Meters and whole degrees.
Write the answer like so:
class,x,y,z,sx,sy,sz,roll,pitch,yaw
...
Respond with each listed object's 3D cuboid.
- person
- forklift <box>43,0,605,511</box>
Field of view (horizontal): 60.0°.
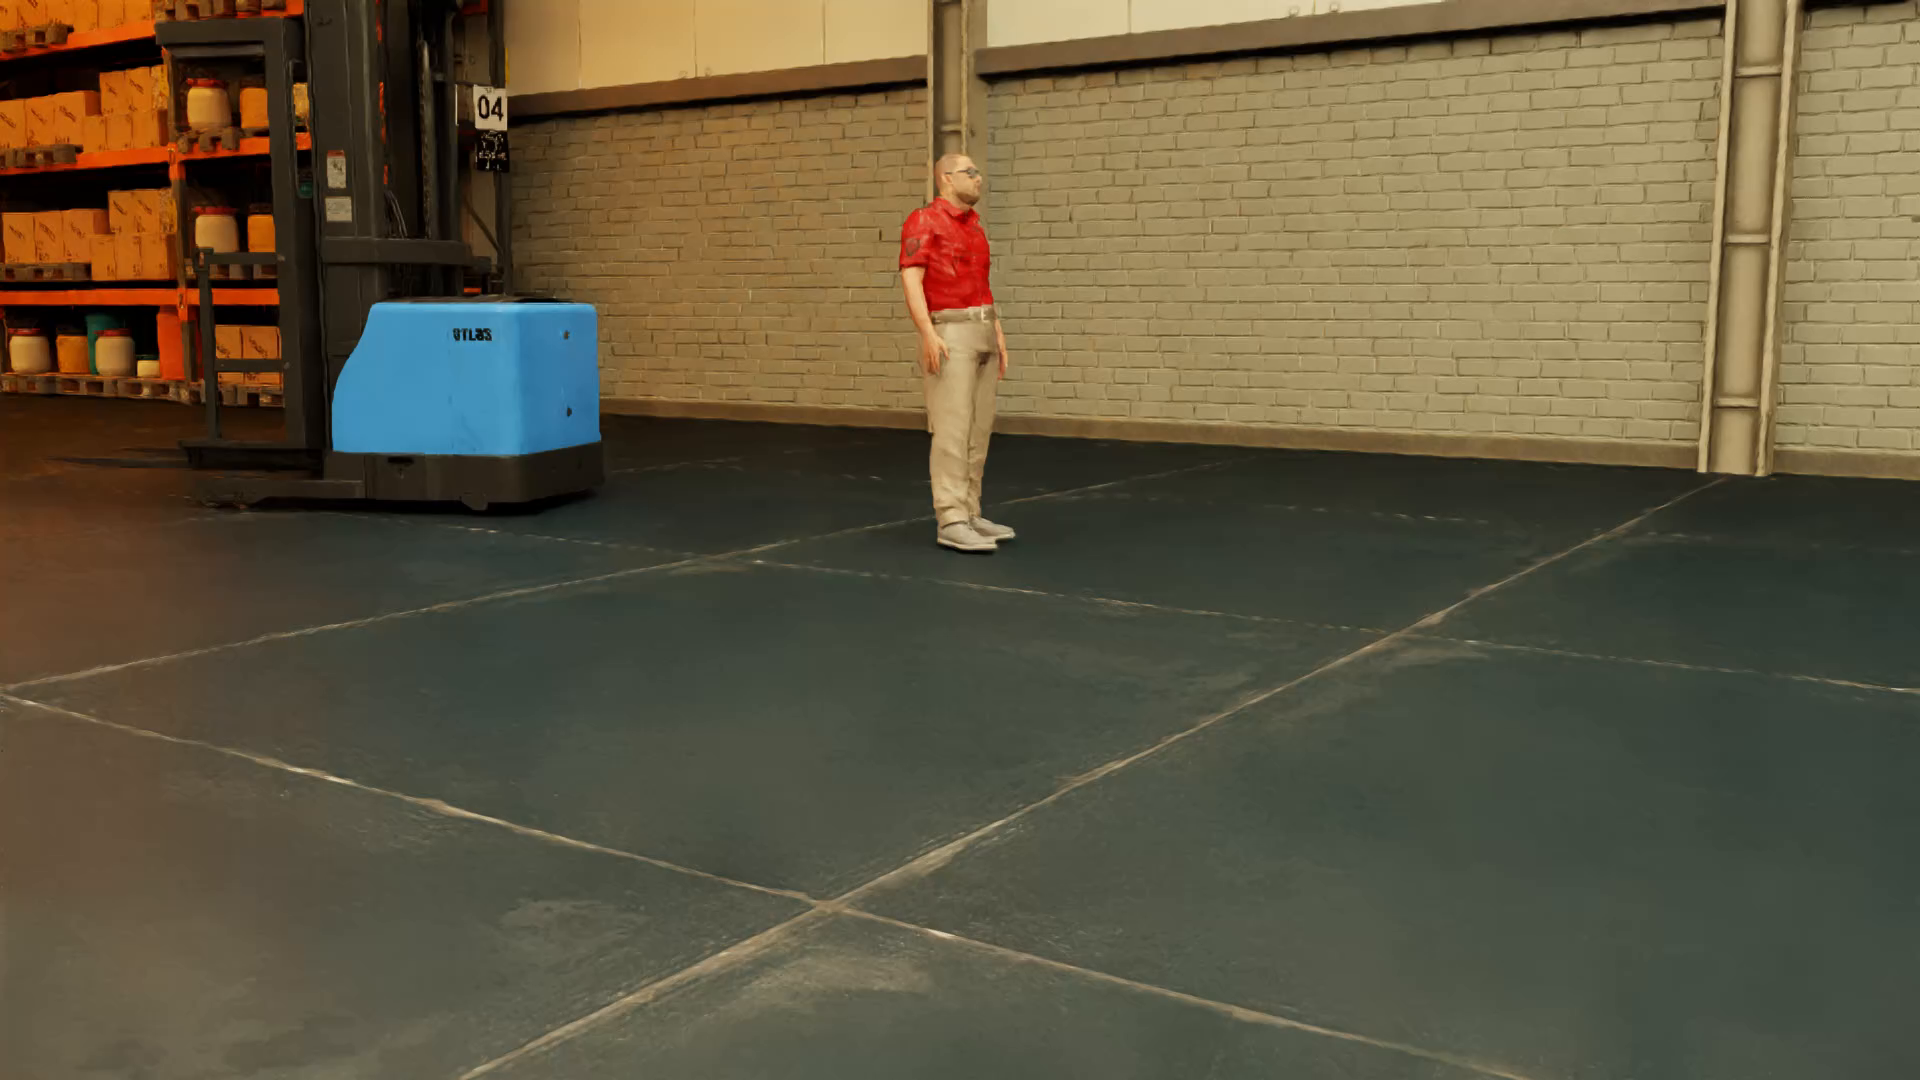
class,x,y,z,sx,sy,sz,roll,pitch,yaw
person,0.068,-0.855,7.421,0.550,1.727,0.640,5,10,34
forklift,-3.568,-1.687,9.059,3.031,2.935,1.130,2,8,14
